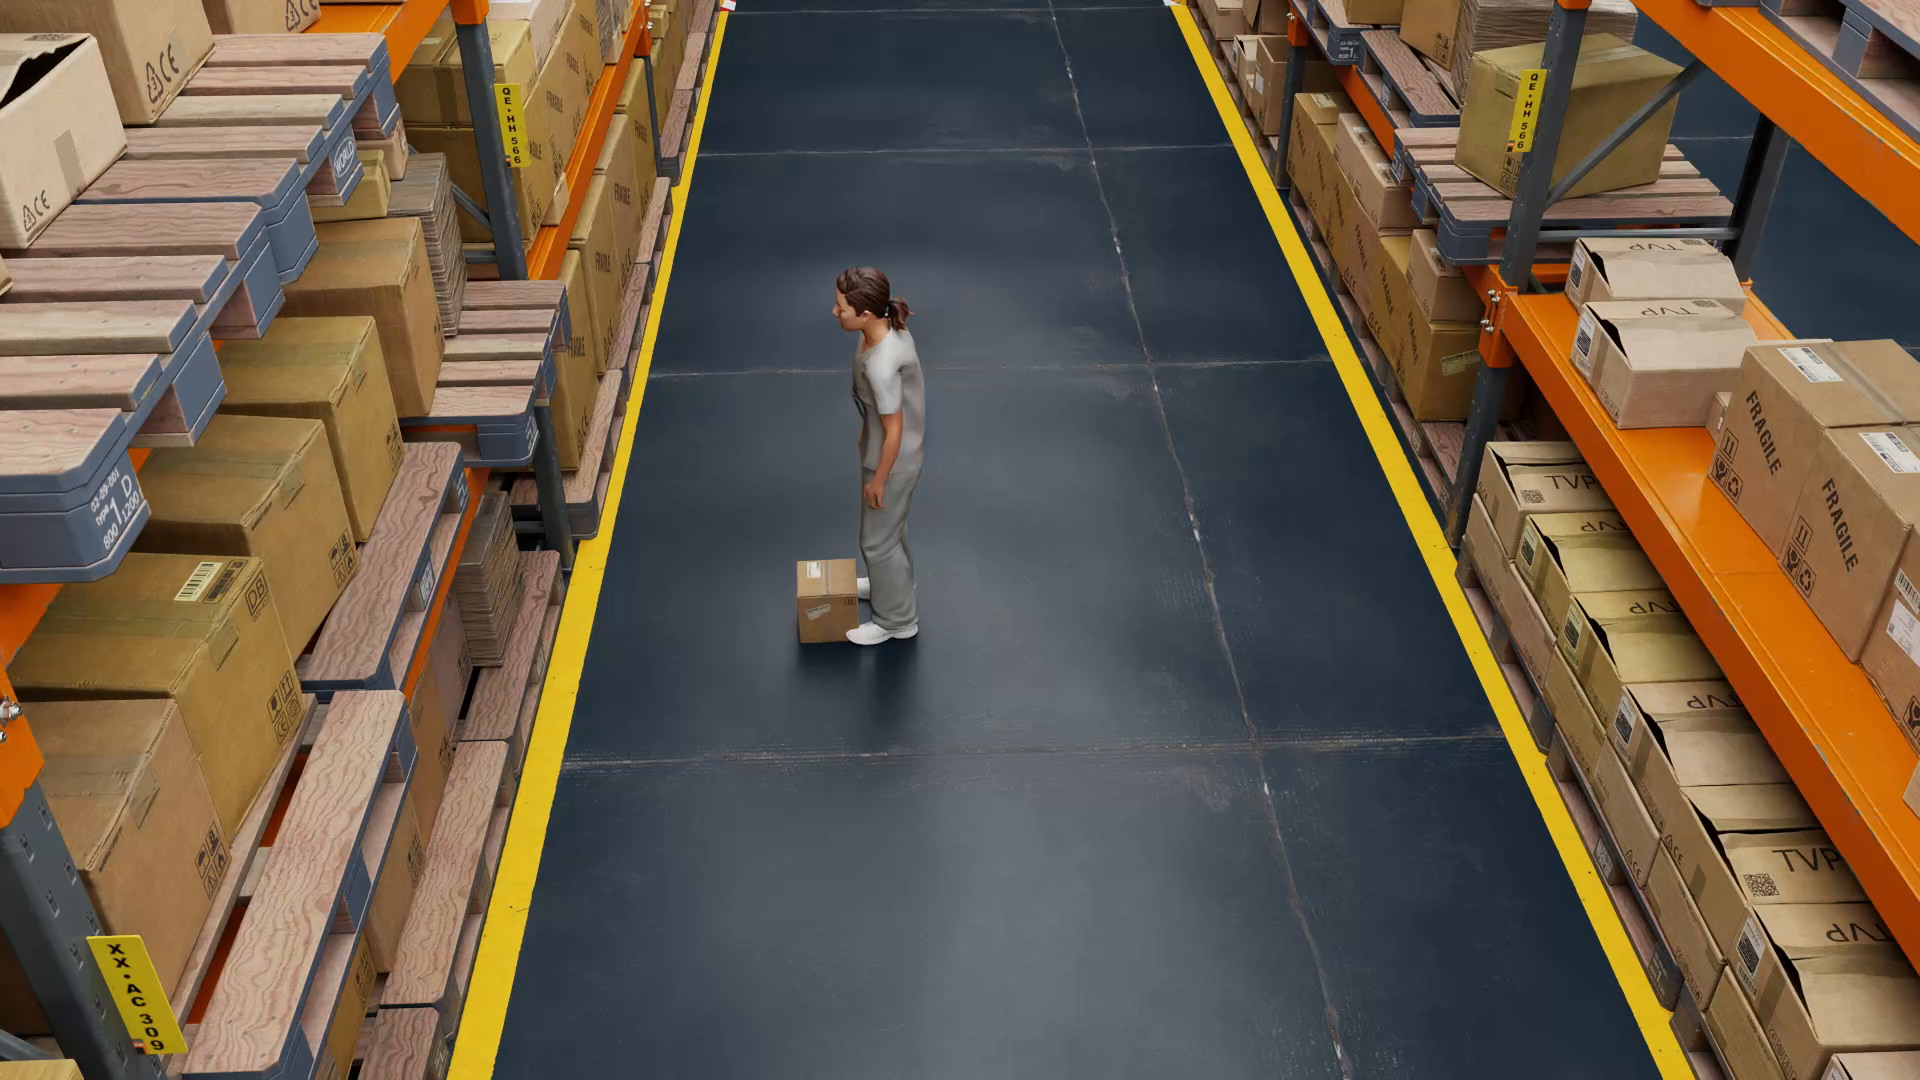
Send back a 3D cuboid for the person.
[{"bbox_3d":[-0.312,-0.335,6.619,0.356,1.673,0.509,-3,35,-4],"label":"person"}]
